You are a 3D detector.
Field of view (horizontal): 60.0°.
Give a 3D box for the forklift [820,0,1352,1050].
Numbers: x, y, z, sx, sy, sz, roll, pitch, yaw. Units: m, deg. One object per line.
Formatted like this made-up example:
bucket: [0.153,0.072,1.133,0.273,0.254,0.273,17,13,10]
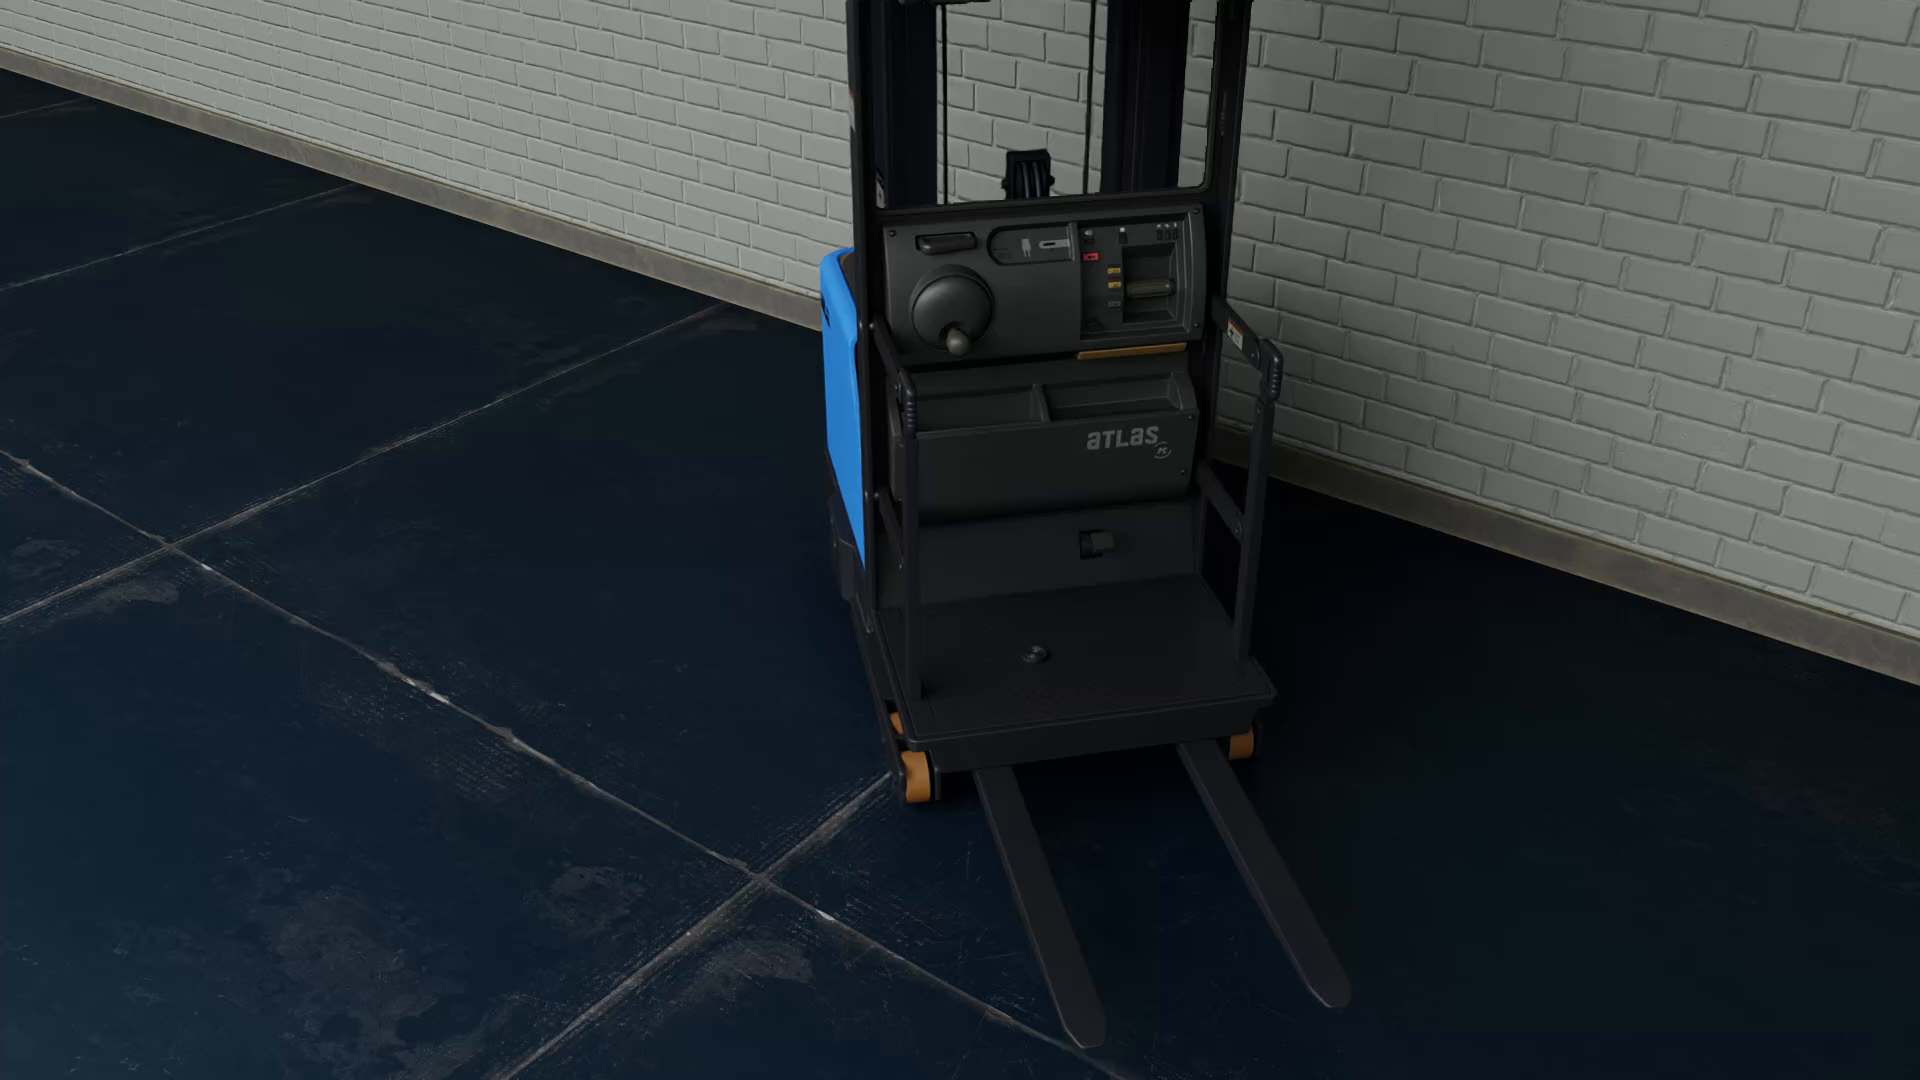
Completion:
forklift: [0.294,-0.686,4.533,1.130,2.935,3.031,-6,31,-10]
